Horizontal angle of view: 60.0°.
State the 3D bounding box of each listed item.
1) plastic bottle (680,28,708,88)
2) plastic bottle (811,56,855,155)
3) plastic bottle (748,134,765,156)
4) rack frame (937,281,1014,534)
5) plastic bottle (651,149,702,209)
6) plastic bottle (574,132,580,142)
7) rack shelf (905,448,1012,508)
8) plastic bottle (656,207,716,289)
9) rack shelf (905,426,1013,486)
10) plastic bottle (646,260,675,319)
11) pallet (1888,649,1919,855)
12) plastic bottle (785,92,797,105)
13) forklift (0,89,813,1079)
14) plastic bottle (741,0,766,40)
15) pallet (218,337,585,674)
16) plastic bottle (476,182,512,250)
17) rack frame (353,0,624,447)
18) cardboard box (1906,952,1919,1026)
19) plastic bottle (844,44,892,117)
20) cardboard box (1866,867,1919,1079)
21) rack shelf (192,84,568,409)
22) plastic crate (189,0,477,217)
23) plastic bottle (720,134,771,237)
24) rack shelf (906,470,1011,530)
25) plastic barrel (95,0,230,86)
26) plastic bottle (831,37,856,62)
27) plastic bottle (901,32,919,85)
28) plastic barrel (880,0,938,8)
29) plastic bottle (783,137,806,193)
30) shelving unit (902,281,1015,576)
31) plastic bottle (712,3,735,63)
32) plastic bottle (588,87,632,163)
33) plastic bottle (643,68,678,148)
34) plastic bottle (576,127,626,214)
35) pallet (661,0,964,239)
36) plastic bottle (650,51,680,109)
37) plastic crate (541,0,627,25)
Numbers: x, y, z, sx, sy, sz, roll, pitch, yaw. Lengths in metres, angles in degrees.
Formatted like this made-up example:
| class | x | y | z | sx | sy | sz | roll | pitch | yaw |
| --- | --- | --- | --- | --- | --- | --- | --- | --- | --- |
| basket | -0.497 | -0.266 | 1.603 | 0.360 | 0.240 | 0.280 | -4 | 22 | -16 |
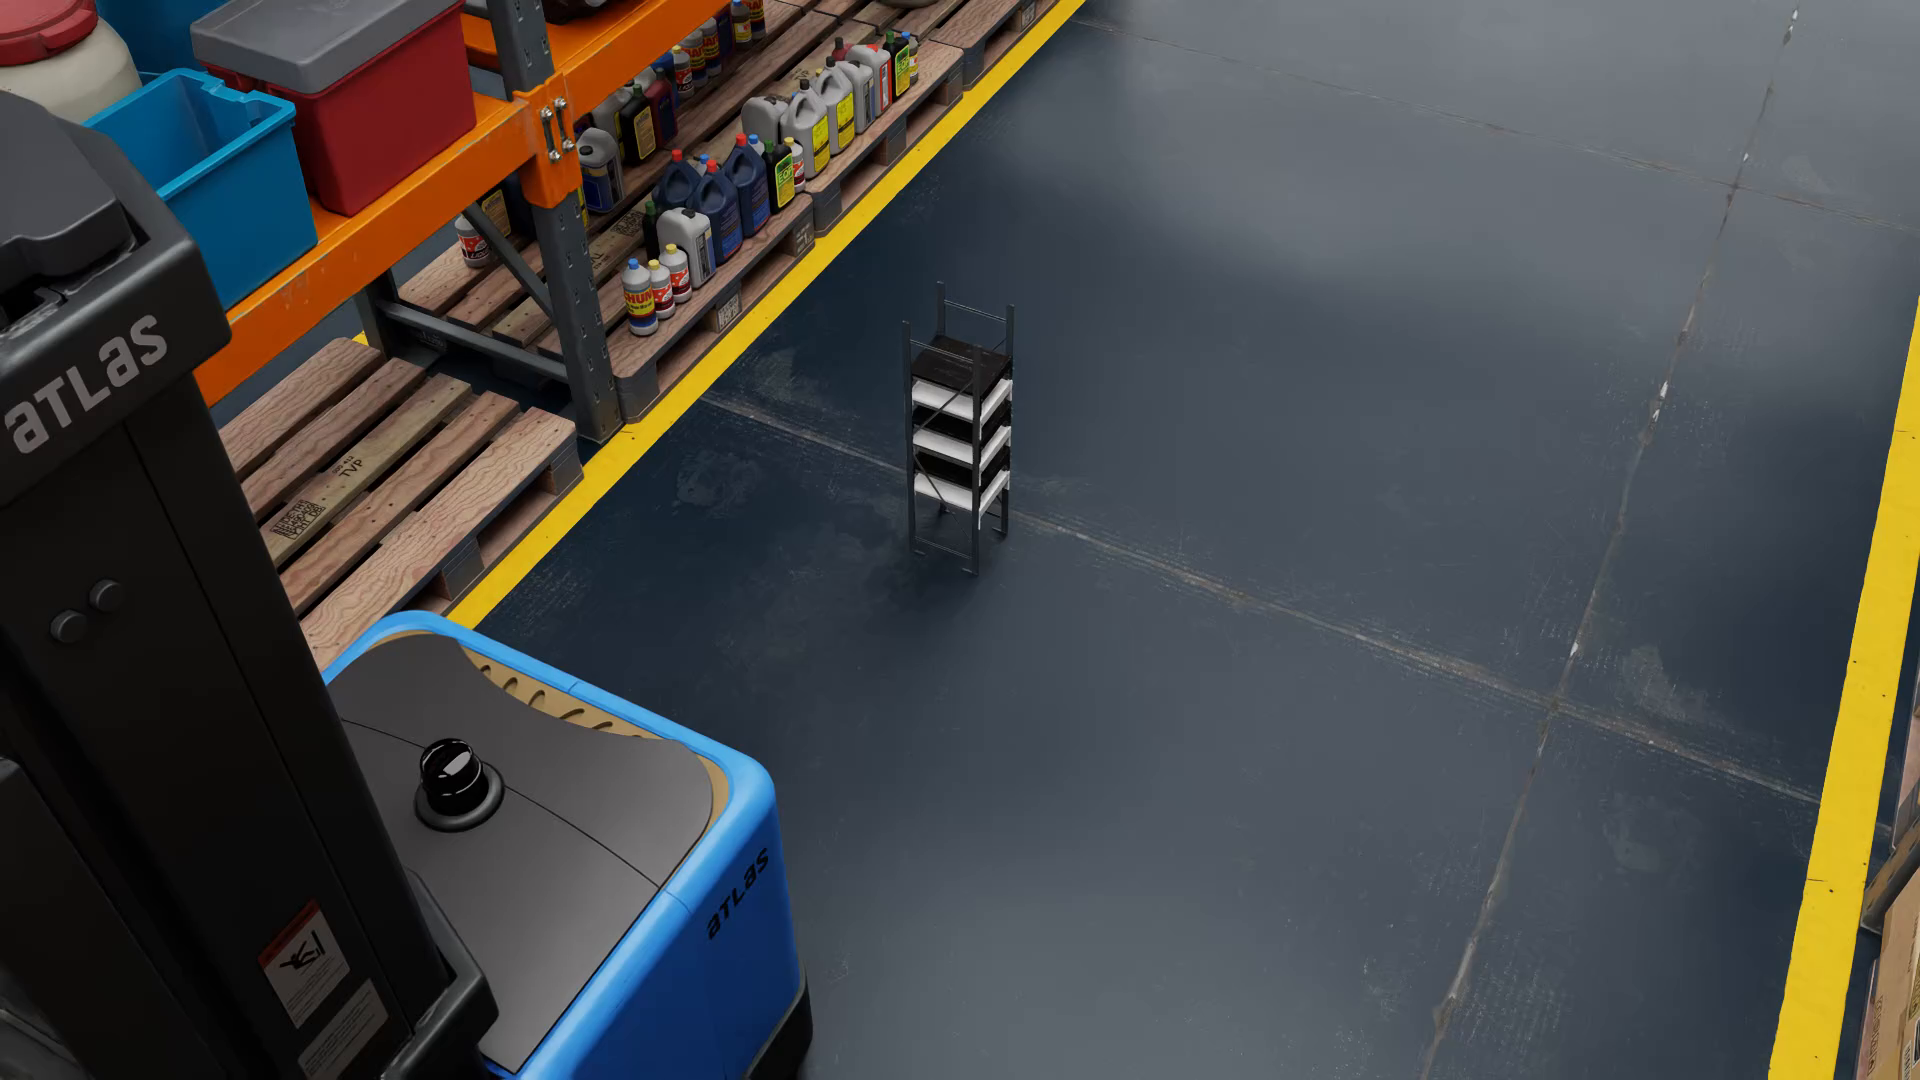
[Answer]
| class | x | y | z | sx | sy | sz | roll | pitch | yaw |
| --- | --- | --- | --- | --- | --- | --- | --- | --- | --- |
| plastic bottle | -1.077 | -1.966 | 6.693 | 0.097 | 0.271 | 0.097 | 0 | 45 | 0 |
| plastic bottle | -0.497 | -1.668 | 6.343 | 0.144 | 0.351 | 0.185 | 22 | 49 | 21 |
| plastic bottle | -0.746 | -1.360 | 6.094 | 0.097 | 0.271 | 0.097 | 0 | 45 | 0 |
| rack frame | 0.043 | -0.375 | 4.988 | 0.240 | 0.900 | 0.006 | 20 | 49 | 19 |
| plastic bottle | -0.996 | -1.212 | 5.892 | 0.144 | 0.351 | 0.185 | 20 | 49 | 19 |
| plastic bottle | -1.478 | -1.414 | 6.092 | 0.144 | 0.351 | 0.185 | 18 | 48 | 17 |
| rack shelf | -0.004 | -0.225 | 5.013 | 0.258 | 0.077 | 0.200 | 20 | 49 | 19 |
| plastic bottle | -0.949 | -1.035 | 5.770 | 0.152 | 0.276 | 0.135 | 22 | 49 | 20 |
| rack shelf | -0.004 | -0.288 | 4.949 | 0.258 | 0.077 | 0.200 | 20 | 49 | 19 |
| plastic bottle | -1.027 | -0.860 | 5.649 | 0.097 | 0.201 | 0.097 | 0 | 45 | 0 |
| pallet | 3.181 | 0.562 | 4.546 | 1.003 | 0.211 | 1.213 | 20 | 49 | 19 |
| plastic bottle | -0.624 | -1.628 | 6.408 | 0.097 | 0.201 | 0.097 | 0 | 45 | 0 |
| forklift | -1.496 | 0.939 | 2.261 | 1.130 | 2.935 | 3.031 | 21 | 49 | 20 |
| plastic bottle | -0.872 | -2.245 | 6.969 | 0.097 | 0.271 | 0.097 | 0 | 45 | 0 |
| pallet | -1.941 | -0.081 | 5.182 | 1.003 | 0.211 | 1.213 | 20 | 49 | 19 |
| plastic bottle | -1.680 | -1.181 | 5.909 | 0.061 | 0.283 | 0.133 | 23 | 50 | 21 |
| rack frame | -1.611 | -1.569 | 4.692 | 1.000 | 3.000 | 0.127 | 20 | 49 | 19 |
| cardboard box | 2.362 | 0.869 | 3.526 | 0.500 | 0.311 | 0.500 | 21 | 49 | 19 |
| plastic bottle | -0.359 | -1.835 | 6.560 | 0.152 | 0.276 | 0.135 | 21 | 49 | 19 |
| cardboard box | 2.368 | 1.060 | 3.732 | 0.500 | 0.250 | 0.500 | 19 | 48 | 18 |
| rack shelf | -2.539 | -0.056 | 3.703 | 1.077 | 0.370 | 4.000 | 20 | 49 | 19 |
| plastic crate | -1.565 | -1.186 | 4.268 | 0.402 | 0.464 | 0.583 | 20 | 49 | 19 |
| plastic bottle | -0.781 | -1.283 | 5.962 | 0.144 | 0.351 | 0.185 | 19 | 48 | 17 |
| rack shelf | -0.004 | -0.161 | 5.077 | 0.258 | 0.077 | 0.200 | 20 | 49 | 19 |
| plastic barrel | -2.058 | -1.602 | 4.372 | 0.600 | 0.901 | 0.708 | 20 | 49 | 19 |
| plastic bottle | -0.454 | -1.872 | 6.592 | 0.061 | 0.283 | 0.133 | 20 | 49 | 19 |
| plastic bottle | -0.218 | -1.958 | 6.735 | 0.097 | 0.201 | 0.097 | 0 | 45 | 0 |
| plastic barrel | -0.224 | -2.607 | 7.171 | 0.421 | 0.512 | 0.421 | 0 | 45 | 0 |
| plastic bottle | -0.629 | -1.401 | 6.184 | 0.097 | 0.201 | 0.097 | 0 | 45 | 0 |
| shelving unit | -0.004 | -0.311 | 4.925 | 0.258 | 0.900 | 0.210 | 20 | 49 | 19 |
| plastic bottle | -0.993 | -2.113 | 6.830 | 0.061 | 0.283 | 0.133 | 21 | 49 | 20 |
| plastic bottle | -1.328 | -1.618 | 6.293 | 0.144 | 0.351 | 0.185 | 20 | 49 | 19 |
| plastic bottle | -1.155 | -1.660 | 6.383 | 0.061 | 0.283 | 0.133 | 20 | 49 | 19 |
| plastic bottle | -1.335 | -1.355 | 6.086 | 0.152 | 0.276 | 0.135 | 20 | 49 | 19 |
| pallet | -0.697 | -1.770 | 6.851 | 1.003 | 0.211 | 1.213 | 20 | 49 | 19 |
| plastic bottle | -1.171 | -1.839 | 6.567 | 0.097 | 0.271 | 0.097 | 0 | 45 | 0 |
| plastic crate | -1.255 | -1.835 | 4.998 | 0.767 | 0.338 | 0.504 | 20 | 49 | 19 |
